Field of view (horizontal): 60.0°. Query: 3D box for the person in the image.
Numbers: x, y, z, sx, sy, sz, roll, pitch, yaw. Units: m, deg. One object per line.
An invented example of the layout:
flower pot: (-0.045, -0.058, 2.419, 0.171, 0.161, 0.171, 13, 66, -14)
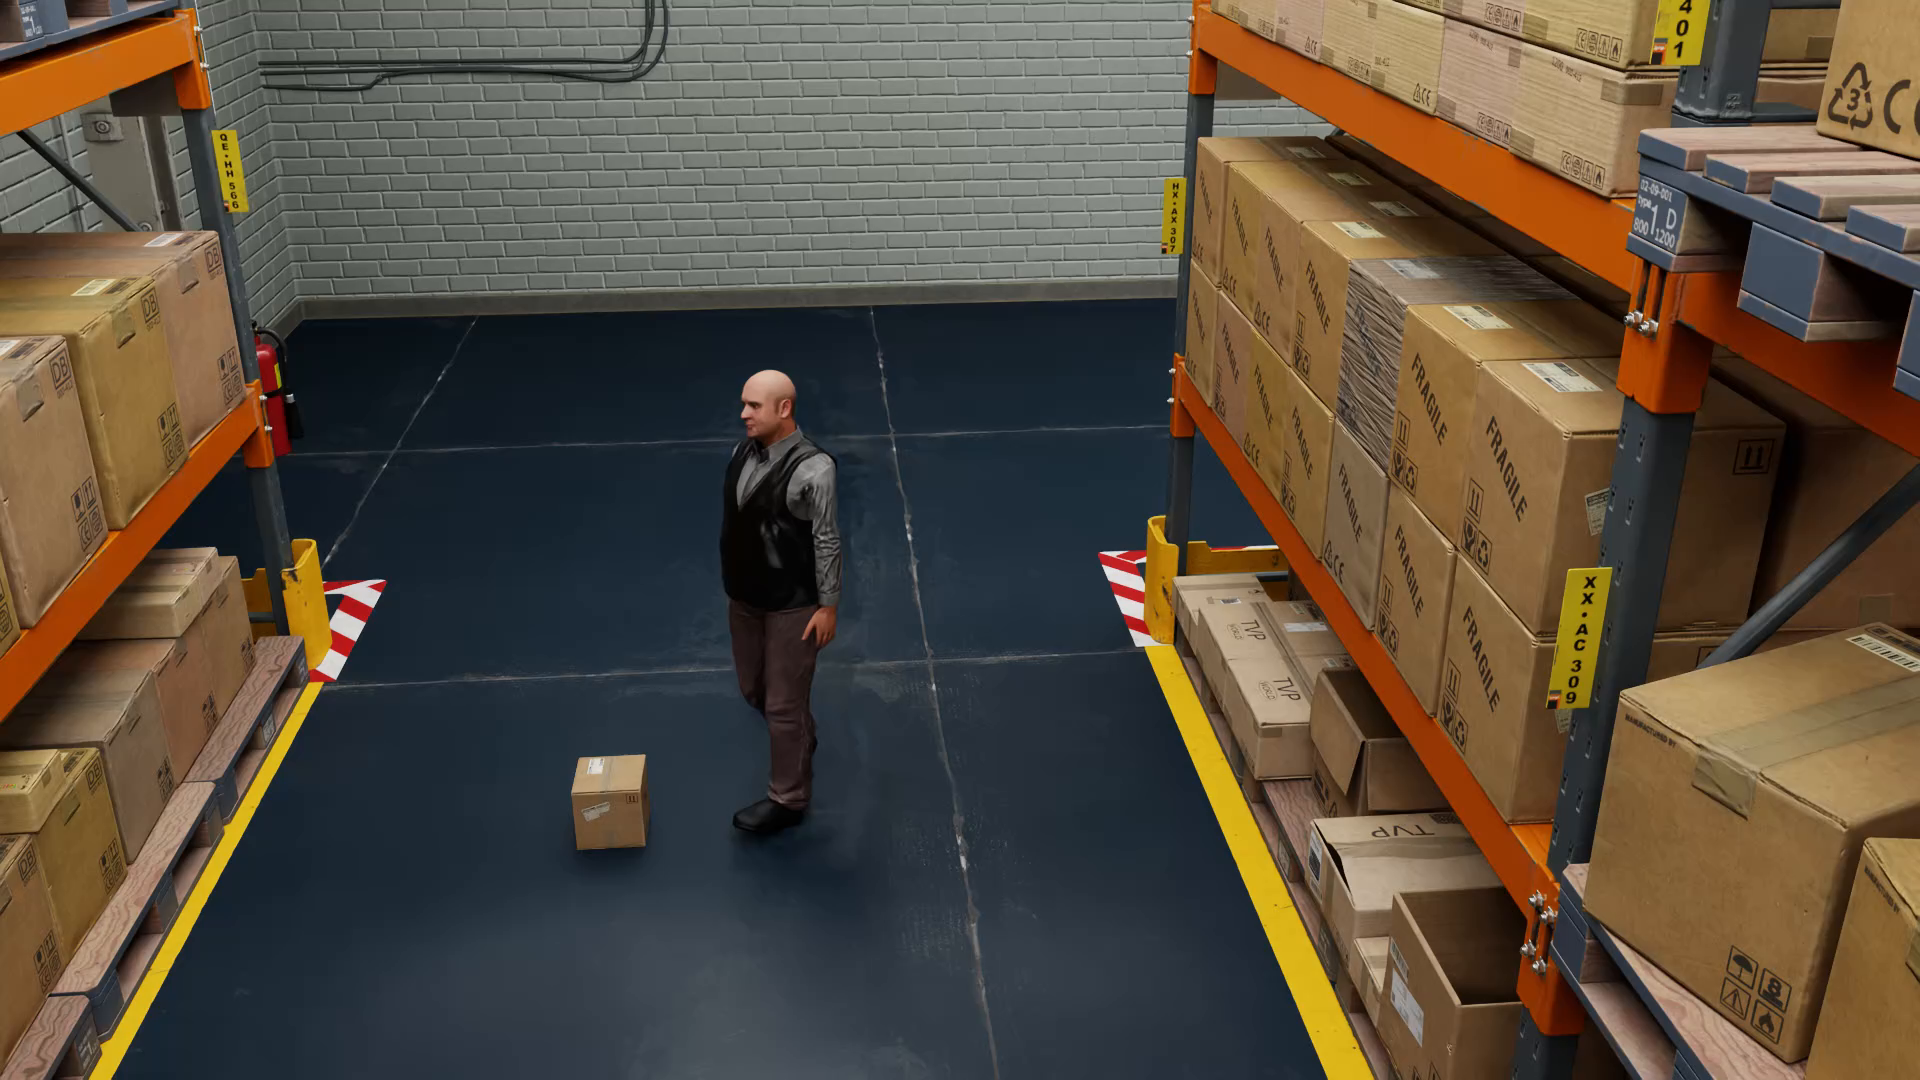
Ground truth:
person: (-0.681, 0.226, 6.109, 0.558, 1.724, 0.624, 20, 31, 38)
